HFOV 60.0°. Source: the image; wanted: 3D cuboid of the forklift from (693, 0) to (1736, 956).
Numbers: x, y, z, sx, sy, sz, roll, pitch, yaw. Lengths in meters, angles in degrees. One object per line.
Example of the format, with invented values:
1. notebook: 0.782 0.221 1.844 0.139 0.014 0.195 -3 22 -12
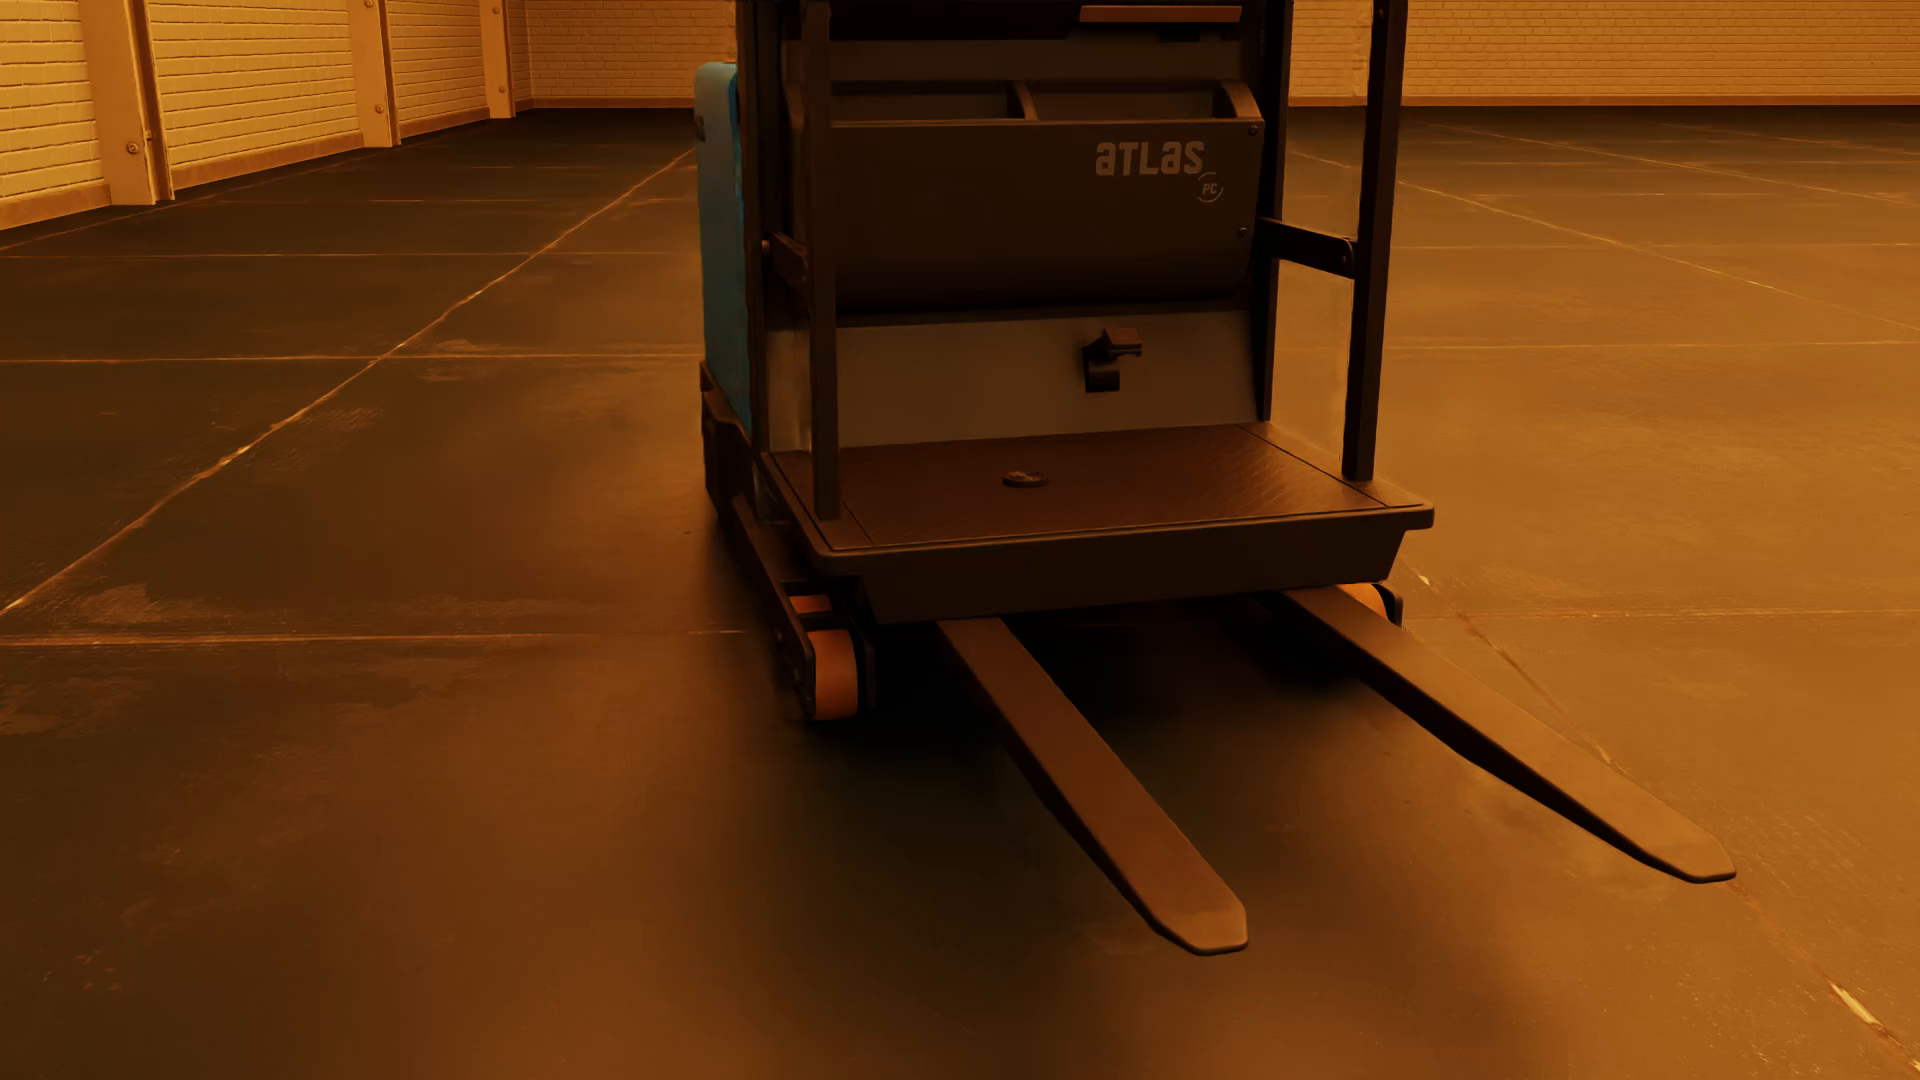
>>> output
1. forklift: 0.184 -1.209 2.860 1.130 2.935 3.031 -4 18 -14
